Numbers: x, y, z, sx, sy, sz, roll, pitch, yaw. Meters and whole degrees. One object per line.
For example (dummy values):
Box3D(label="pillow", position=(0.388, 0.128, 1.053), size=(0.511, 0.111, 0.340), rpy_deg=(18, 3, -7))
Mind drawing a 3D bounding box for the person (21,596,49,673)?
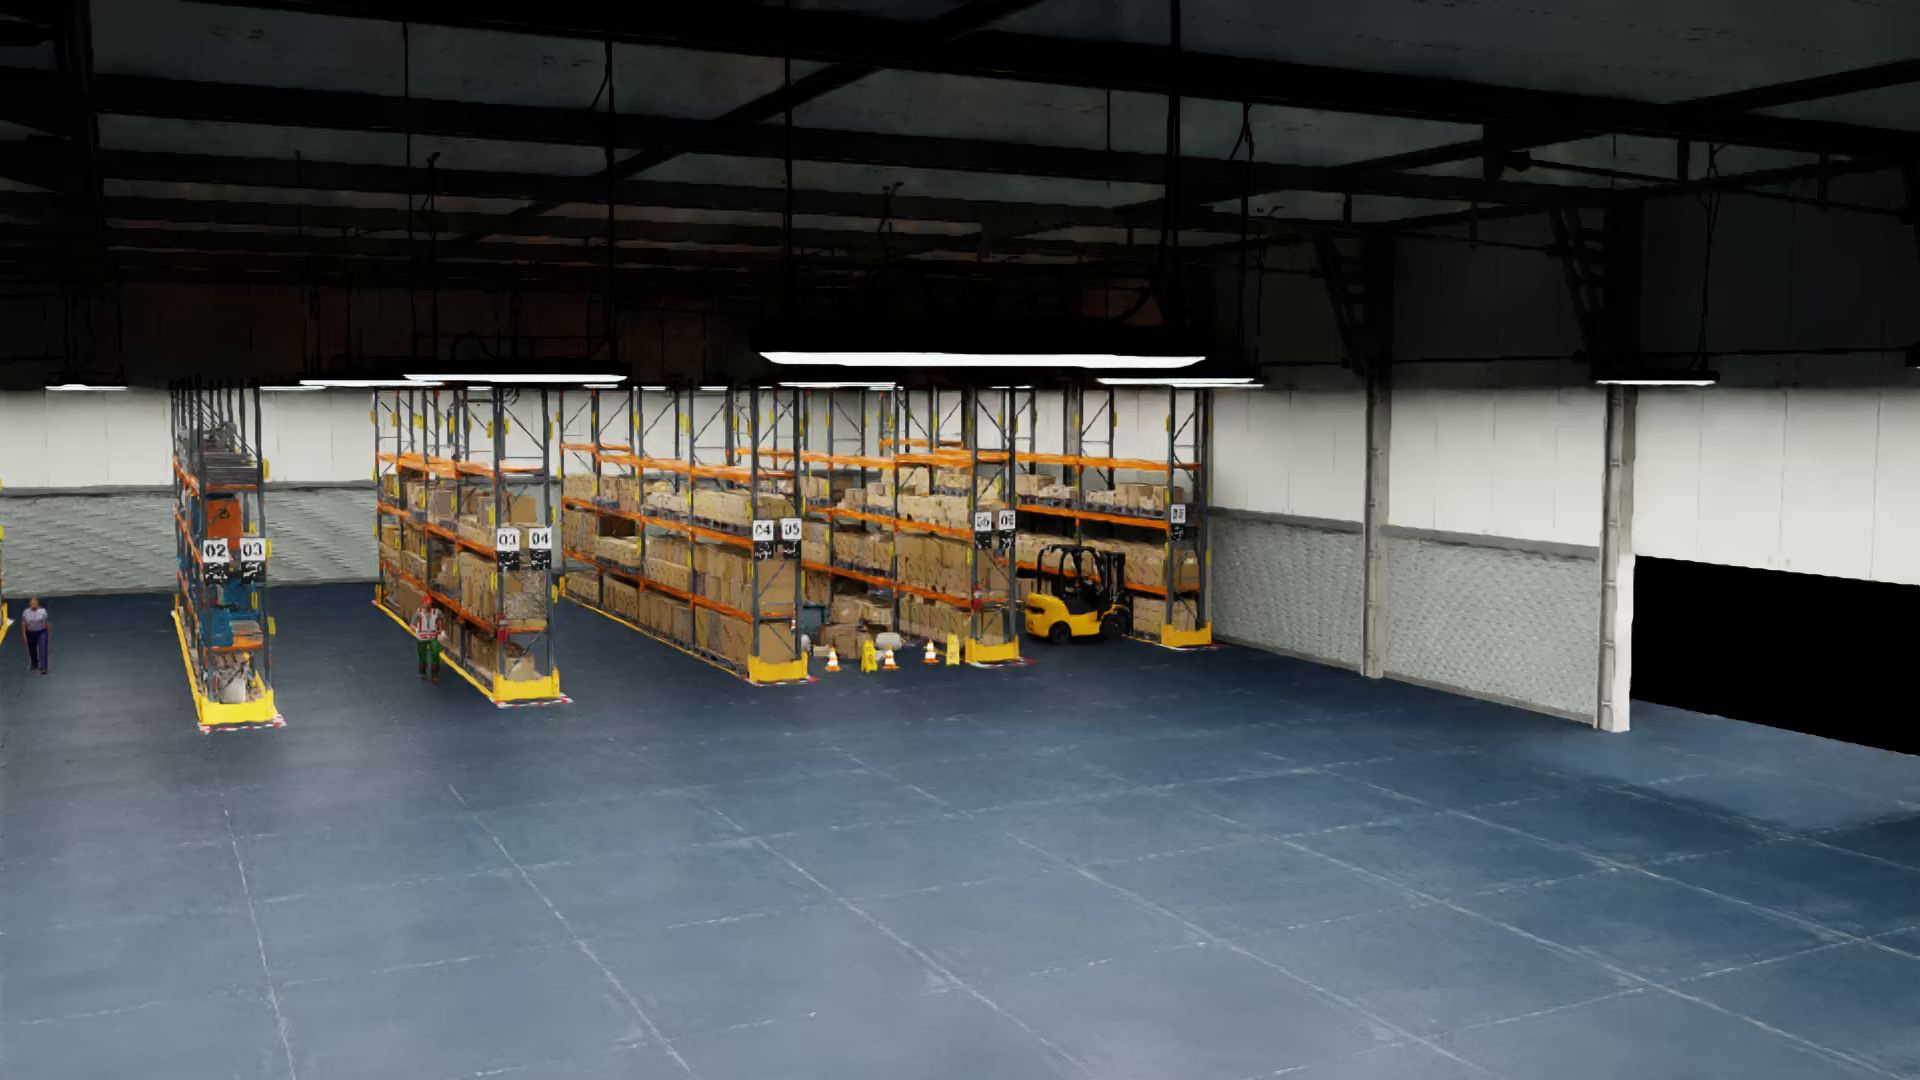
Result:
Box3D(label="person", position=(-18.852, 1.915, 33.898), size=(0.479, 1.567, 1.090), rpy_deg=(-2, 6, -24))

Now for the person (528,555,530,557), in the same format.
Box3D(label="person", position=(-12.327, 0.560, 48.443), size=(0.596, 1.739, 0.988), rpy_deg=(0, 5, -5))

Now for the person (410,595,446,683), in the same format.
Box3D(label="person", position=(-10.499, 1.939, 32.871), size=(0.703, 1.721, 0.780), rpy_deg=(-2, 5, -22))

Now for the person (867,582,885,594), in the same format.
Box3D(label="person", position=(-2.412, 0.683, 47.140), size=(0.580, 1.666, 0.571), rpy_deg=(0, 5, -3))
